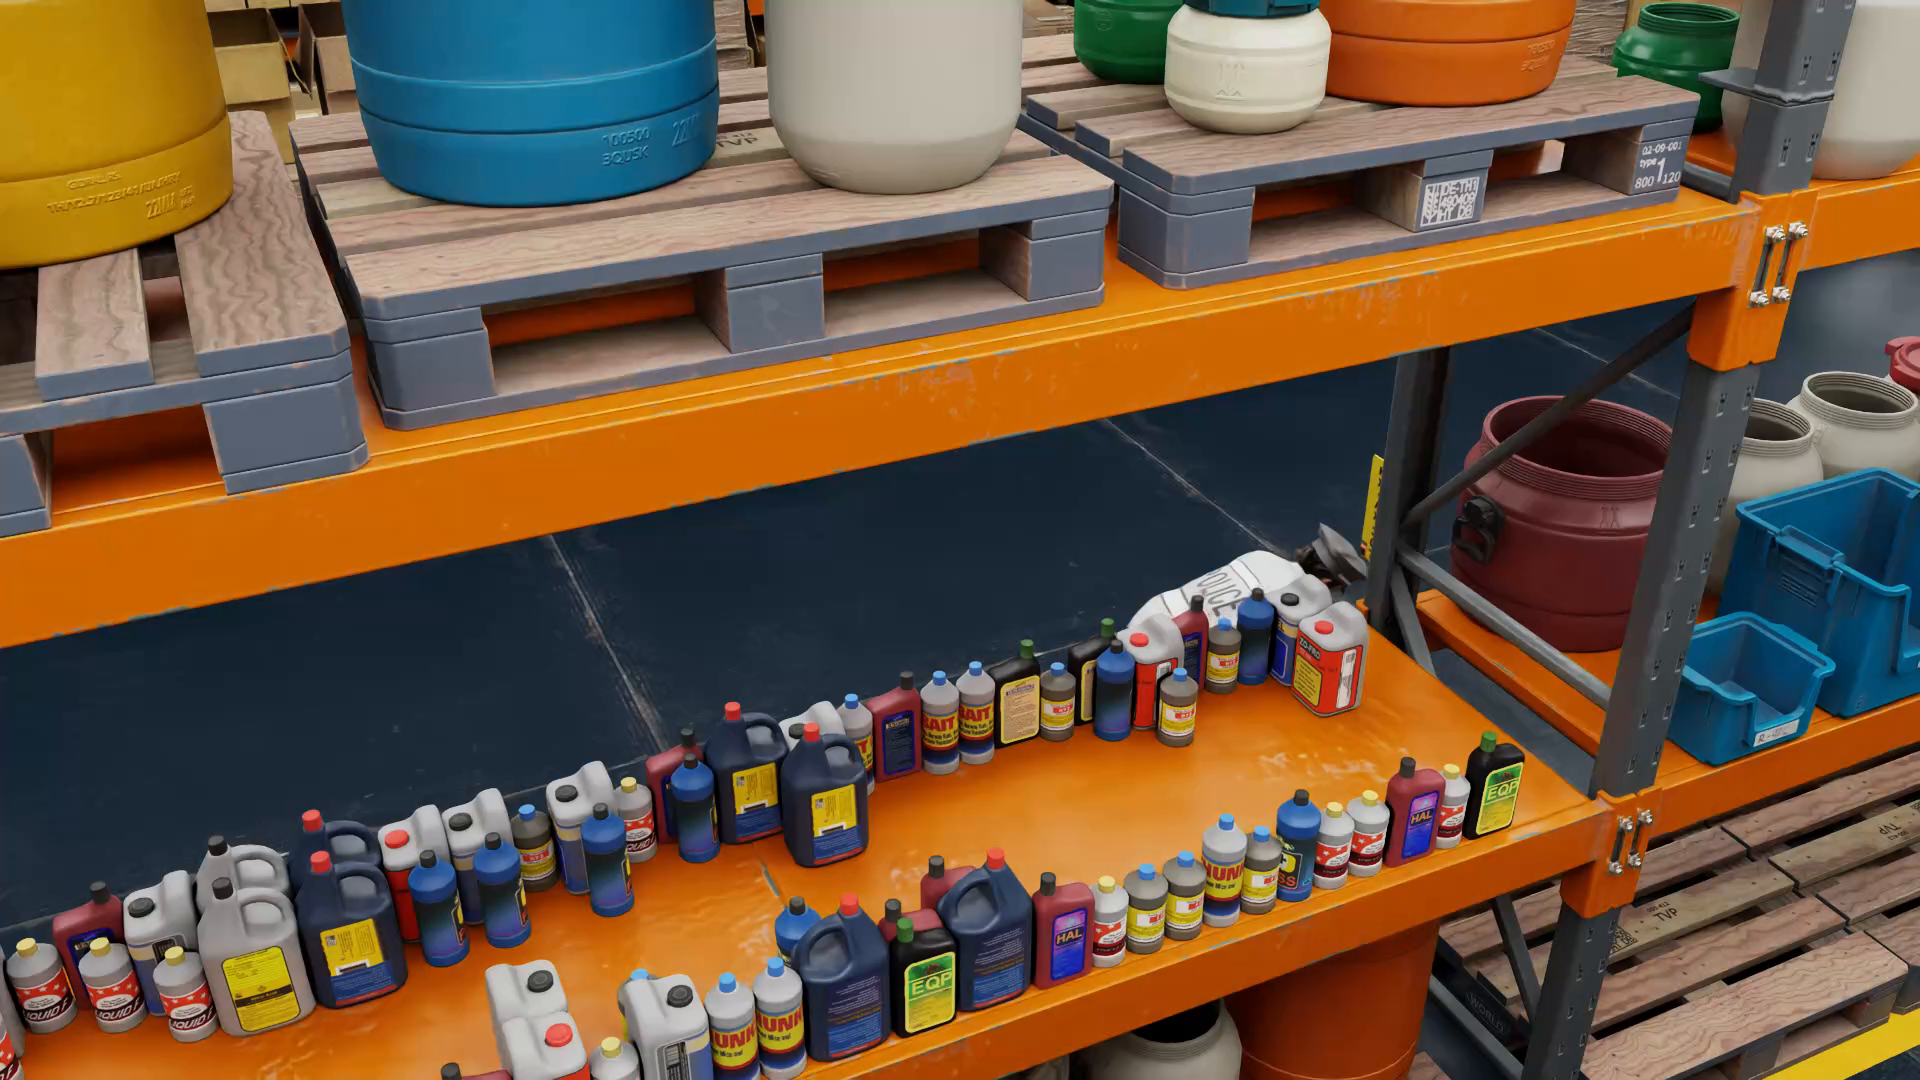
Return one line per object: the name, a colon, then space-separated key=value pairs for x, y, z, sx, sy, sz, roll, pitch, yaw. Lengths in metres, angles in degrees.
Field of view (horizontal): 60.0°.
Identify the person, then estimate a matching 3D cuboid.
person: x=1.062 y=0.426 z=6.090 sx=0.906 sy=0.970 sz=0.459 roll=-5 pitch=30 yaw=-9
